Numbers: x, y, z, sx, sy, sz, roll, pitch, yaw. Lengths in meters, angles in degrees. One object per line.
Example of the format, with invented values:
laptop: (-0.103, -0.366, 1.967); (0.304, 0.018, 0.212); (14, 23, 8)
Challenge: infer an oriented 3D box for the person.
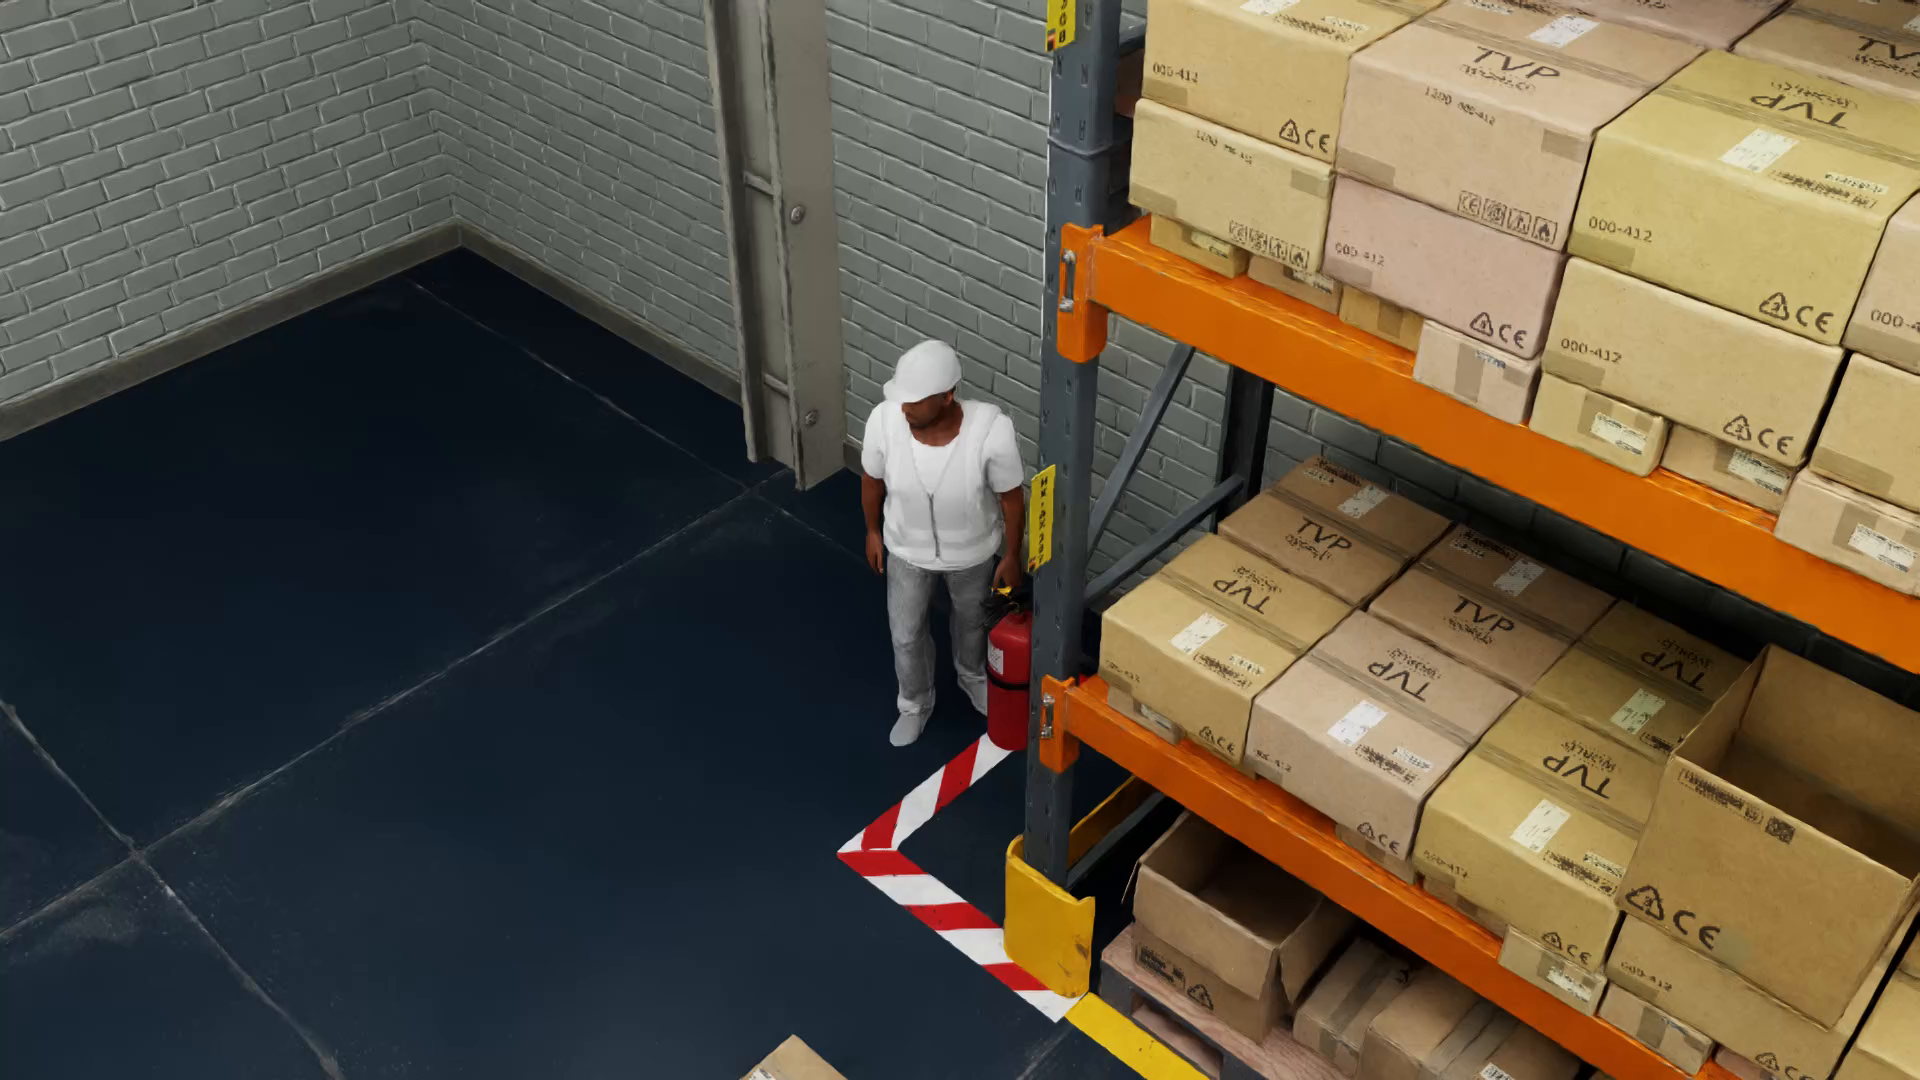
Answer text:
person: (-0.081, 0.036, 6.120); (0.601, 1.802, 0.503); (5, 39, 6)
